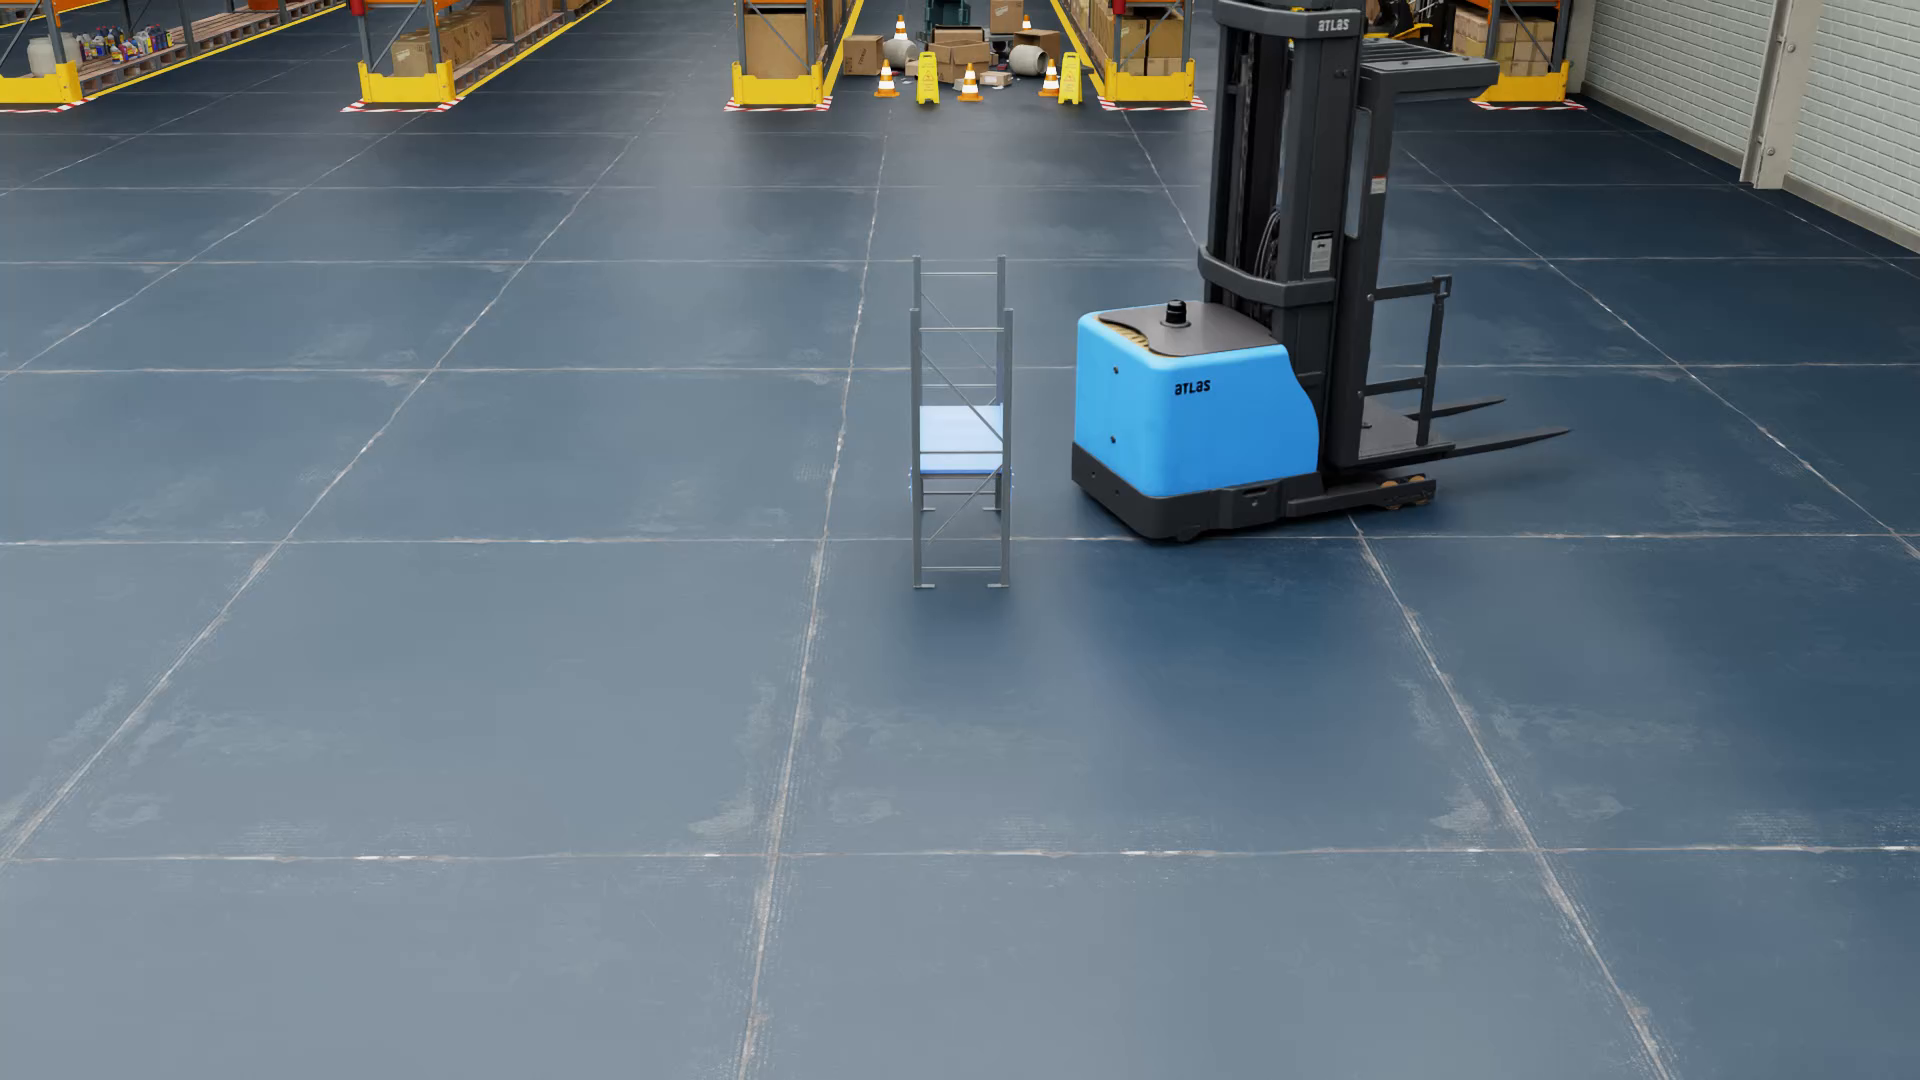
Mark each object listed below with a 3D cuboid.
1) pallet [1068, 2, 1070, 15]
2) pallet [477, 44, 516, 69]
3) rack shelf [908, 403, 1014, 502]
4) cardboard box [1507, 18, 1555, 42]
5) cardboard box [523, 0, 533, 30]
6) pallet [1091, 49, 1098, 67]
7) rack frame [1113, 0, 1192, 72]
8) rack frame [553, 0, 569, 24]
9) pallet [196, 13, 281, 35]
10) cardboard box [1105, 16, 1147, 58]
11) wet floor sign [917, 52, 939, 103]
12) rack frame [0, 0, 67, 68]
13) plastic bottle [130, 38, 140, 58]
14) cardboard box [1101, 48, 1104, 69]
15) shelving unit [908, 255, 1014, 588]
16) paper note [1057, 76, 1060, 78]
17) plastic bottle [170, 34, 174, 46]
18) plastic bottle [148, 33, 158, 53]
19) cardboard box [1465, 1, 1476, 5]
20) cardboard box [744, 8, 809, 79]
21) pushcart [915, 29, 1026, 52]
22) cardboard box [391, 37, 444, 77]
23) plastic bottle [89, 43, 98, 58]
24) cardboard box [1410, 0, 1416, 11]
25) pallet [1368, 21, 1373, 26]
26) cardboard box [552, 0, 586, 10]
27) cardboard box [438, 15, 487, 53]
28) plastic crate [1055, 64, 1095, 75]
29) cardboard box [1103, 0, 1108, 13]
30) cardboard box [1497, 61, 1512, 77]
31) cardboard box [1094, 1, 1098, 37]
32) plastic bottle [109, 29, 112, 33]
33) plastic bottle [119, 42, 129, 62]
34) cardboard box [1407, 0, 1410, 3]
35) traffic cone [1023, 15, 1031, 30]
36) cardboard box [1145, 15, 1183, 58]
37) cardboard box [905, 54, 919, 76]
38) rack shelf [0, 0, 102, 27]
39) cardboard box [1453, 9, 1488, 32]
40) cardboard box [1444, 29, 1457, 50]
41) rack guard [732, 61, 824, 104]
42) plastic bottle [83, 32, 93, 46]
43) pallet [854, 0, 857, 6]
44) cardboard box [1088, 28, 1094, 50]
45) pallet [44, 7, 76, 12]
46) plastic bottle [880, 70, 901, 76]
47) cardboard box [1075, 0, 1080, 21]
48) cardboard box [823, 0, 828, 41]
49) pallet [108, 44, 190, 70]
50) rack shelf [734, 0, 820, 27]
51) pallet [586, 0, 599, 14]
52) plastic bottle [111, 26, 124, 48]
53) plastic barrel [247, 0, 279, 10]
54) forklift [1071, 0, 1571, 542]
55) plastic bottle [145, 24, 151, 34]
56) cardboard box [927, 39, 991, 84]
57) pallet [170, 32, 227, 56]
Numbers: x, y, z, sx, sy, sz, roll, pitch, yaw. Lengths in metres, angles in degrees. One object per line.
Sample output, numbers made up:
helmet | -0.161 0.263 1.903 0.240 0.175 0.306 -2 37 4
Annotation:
pallet | 2.517 -9.628 30.281 1.003 0.211 1.213 0 24 -1
pallet | -7.373 -7.333 25.207 1.003 0.211 1.213 0 24 -1
rack shelf | 0.001 -0.484 8.937 0.538 0.185 1.000 0 24 -1
cardboard box | 7.685 -6.893 22.465 0.500 0.250 0.500 -1 24 -1
cardboard box | -7.394 -8.622 27.173 0.700 0.500 0.500 -2 24 -5
pallet | 2.537 -7.378 25.306 1.003 0.211 1.213 0 24 -1
rack frame | 2.538 -7.276 21.698 1.000 3.000 0.127 0 24 -1
rack frame | -7.459 -10.528 28.889 1.000 3.000 0.127 0 24 -1
pallet | -12.442 -8.916 28.708 1.003 0.211 1.213 0 24 -1
cardboard box | 2.268 -6.886 22.751 0.500 0.500 0.500 0 24 0
wet floor sign | -0.431 -6.137 22.036 0.267 0.644 0.232 -4 25 -10
rack frame | -12.324 -7.210 21.551 1.000 3.000 0.127 0 24 -1
plastic bottle | -12.040 -7.181 24.265 0.097 0.271 0.097 0 24 0
cardboard box | 2.262 -6.760 23.384 0.500 0.250 0.500 0 24 0
shelving unit | 0.001 -0.648 8.863 0.538 1.500 1.048 0 24 -1
paper note | 1.382 -6.706 24.040 0.142 0.019 0.148 -9 26 -19
plastic bottle | -12.053 -7.635 25.354 0.097 0.201 0.097 0 24 0
plastic bottle | -12.027 -7.411 24.757 0.061 0.283 0.133 1 24 3
cardboard box | 7.669 -7.723 24.301 0.500 0.250 0.500 0 24 0
cardboard box | -2.484 -6.715 22.526 0.875 0.875 0.875 0 24 0
pushcart | 0.215 -7.699 25.815 1.648 0.377 0.936 -9 26 -19
cardboard box | -7.362 -6.542 22.598 0.500 0.500 0.500 4 25 9
plastic bottle | -12.645 -7.138 24.254 0.097 0.201 0.097 0 24 0
cardboard box | 7.149 -8.142 25.226 0.500 0.250 0.500 -1 24 -1
pallet | 7.394 -8.485 27.755 1.003 0.211 1.213 0 24 -1
cardboard box | -7.446 -10.036 29.869 1.225 0.875 0.875 -1 24 -3
cardboard box | -7.437 -7.532 24.786 0.500 0.500 0.500 8 25 16
plastic crate | 1.691 -6.944 24.506 0.402 0.080 0.583 -9 26 -19
cardboard box | 2.197 -7.436 23.181 0.380 0.149 0.250 0 24 0
cardboard box | 7.180 -6.431 22.656 0.500 0.250 0.500 0 24 0
cardboard box | 2.248 -7.740 24.641 0.500 0.500 0.500 1 24 2
plastic bottle | -12.772 -7.551 25.077 0.152 0.276 0.135 1 24 1
plastic bottle | -12.017 -7.014 23.881 0.061 0.283 0.133 0 24 0
cardboard box | 7.440 -8.273 26.274 0.875 0.625 0.625 1 24 2
traffic cone | 1.081 -8.273 26.981 0.336 0.463 0.334 0 24 -1
cardboard box | 2.804 -6.900 22.783 0.500 0.500 0.500 -1 24 -2
cardboard box | -0.594 -6.915 24.217 0.396 0.266 0.258 4 25 9
rack shelf | -12.346 -7.706 23.521 1.077 0.370 4.000 0 24 -1
cardboard box | 7.157 -7.301 23.366 0.500 0.250 0.500 0 24 0
cardboard box | 7.162 -7.085 23.496 0.500 0.250 0.500 -1 24 -2
rack guard | -2.411 -6.064 22.050 1.175 0.500 0.348 0 24 -1
plastic bottle | -12.768 -7.264 24.351 0.144 0.351 0.185 0 24 -1
pallet | -2.532 -10.566 32.356 1.003 0.211 1.213 0 24 -1
cardboard box | 2.230 -7.619 25.283 0.500 0.250 0.500 -1 24 -3
pallet | -17.346 -10.024 31.158 1.003 0.211 1.213 0 24 -1
plastic bottle | -1.012 -6.786 24.181 0.283 0.061 0.133 -9 26 -19
cardboard box | 2.463 -9.030 28.255 0.950 0.372 0.625 -1 24 -2
cardboard box | -2.551 -8.282 26.143 1.050 0.750 0.750 0 24 -1
pallet | -12.402 -7.310 25.157 1.003 0.211 1.213 0 24 -1
rack shelf | -2.433 -7.709 23.528 1.077 0.370 4.000 0 24 -1
pallet | -7.403 -10.084 31.291 1.003 0.211 1.213 0 24 -1
plastic bottle | -12.630 -7.518 24.912 0.144 0.351 0.185 0 24 -1
plastic barrel | -12.434 -9.910 29.646 0.600 0.830 0.708 0 24 -1
forklift | 2.228 -1.700 9.452 3.031 2.935 1.130 -10 26 -20
plastic bottle | -12.217 -7.587 25.065 0.144 0.351 0.185 0 24 -1
cardboard box | -0.013 -6.851 23.788 0.797 0.503 0.637 -19 31 -36
pallet | -12.415 -7.911 26.485 1.003 0.211 1.213 0 24 -1
